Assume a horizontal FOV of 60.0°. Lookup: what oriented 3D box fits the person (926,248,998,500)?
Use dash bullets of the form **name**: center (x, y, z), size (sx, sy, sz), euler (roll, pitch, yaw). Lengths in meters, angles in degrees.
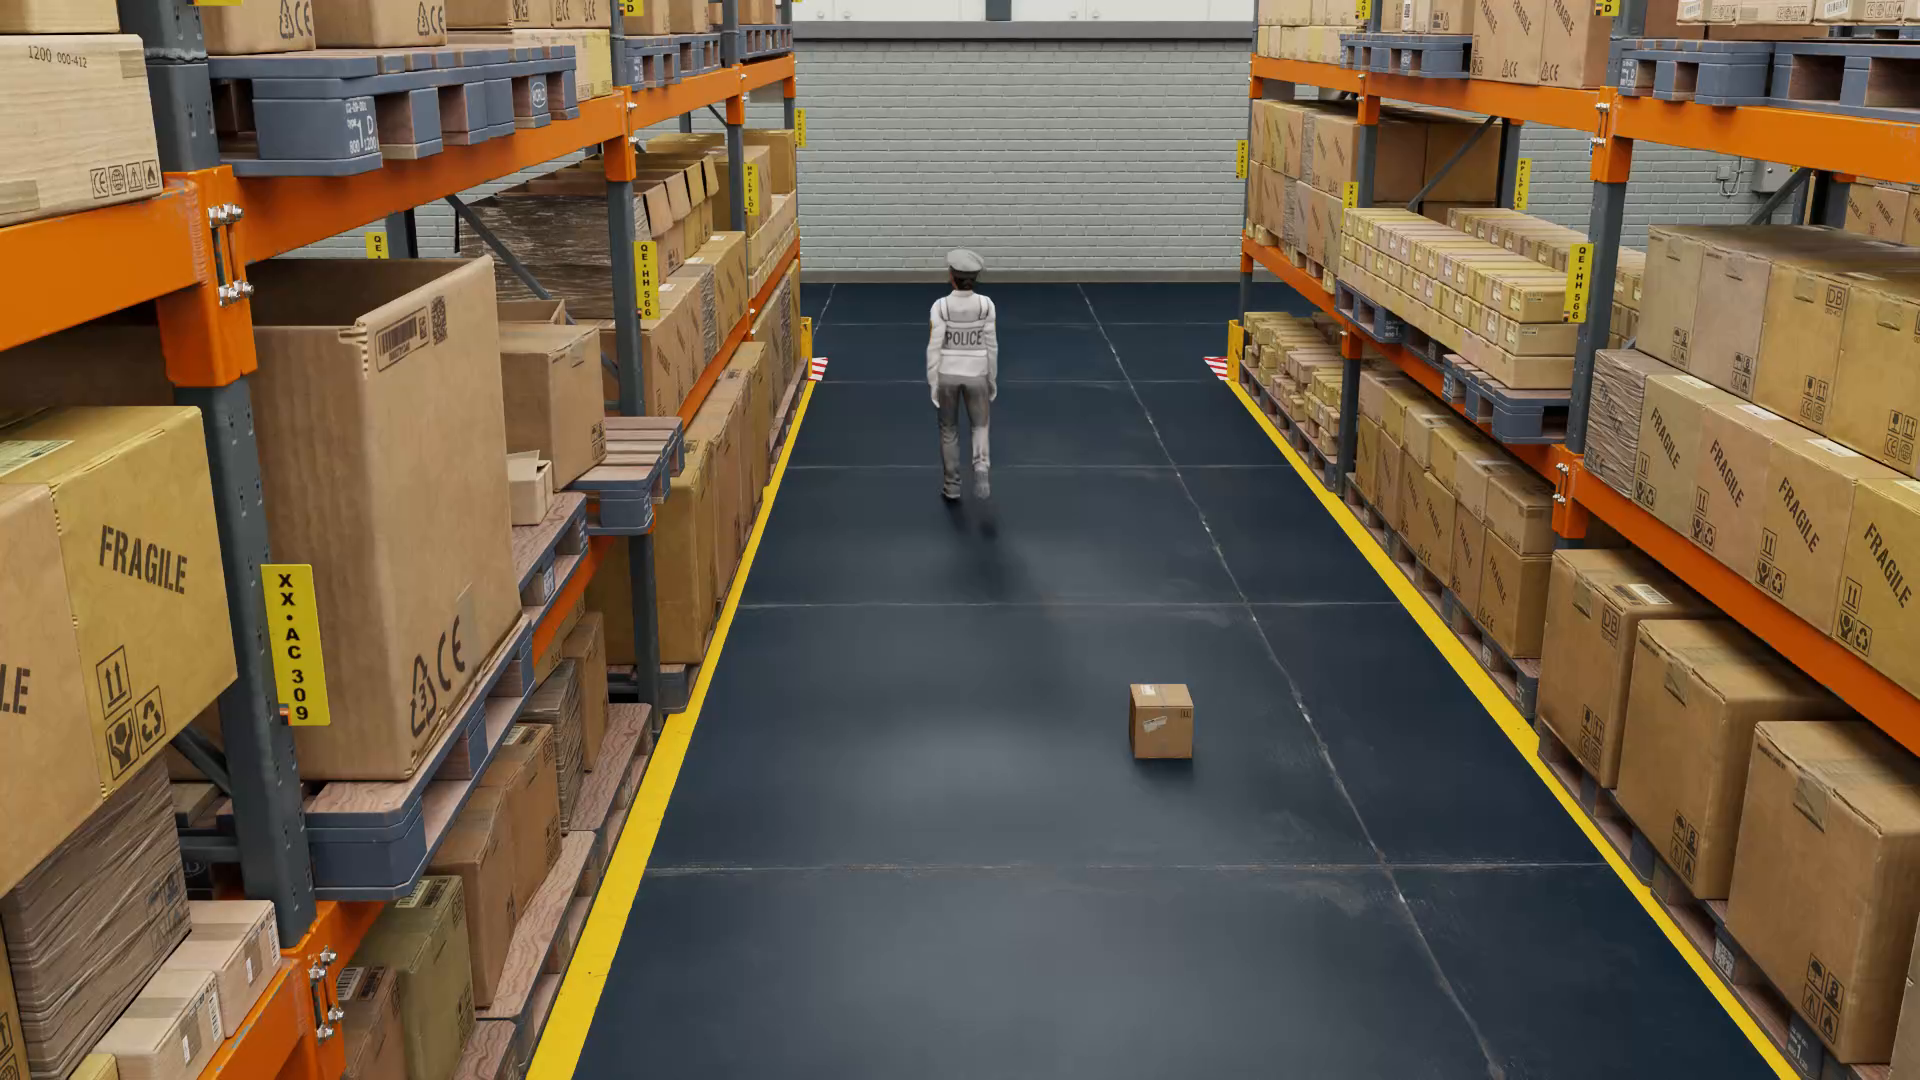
- **person**: center (0.014, -1.051, 10.832), size (0.477, 1.670, 0.659), euler (-2, 17, -5)
